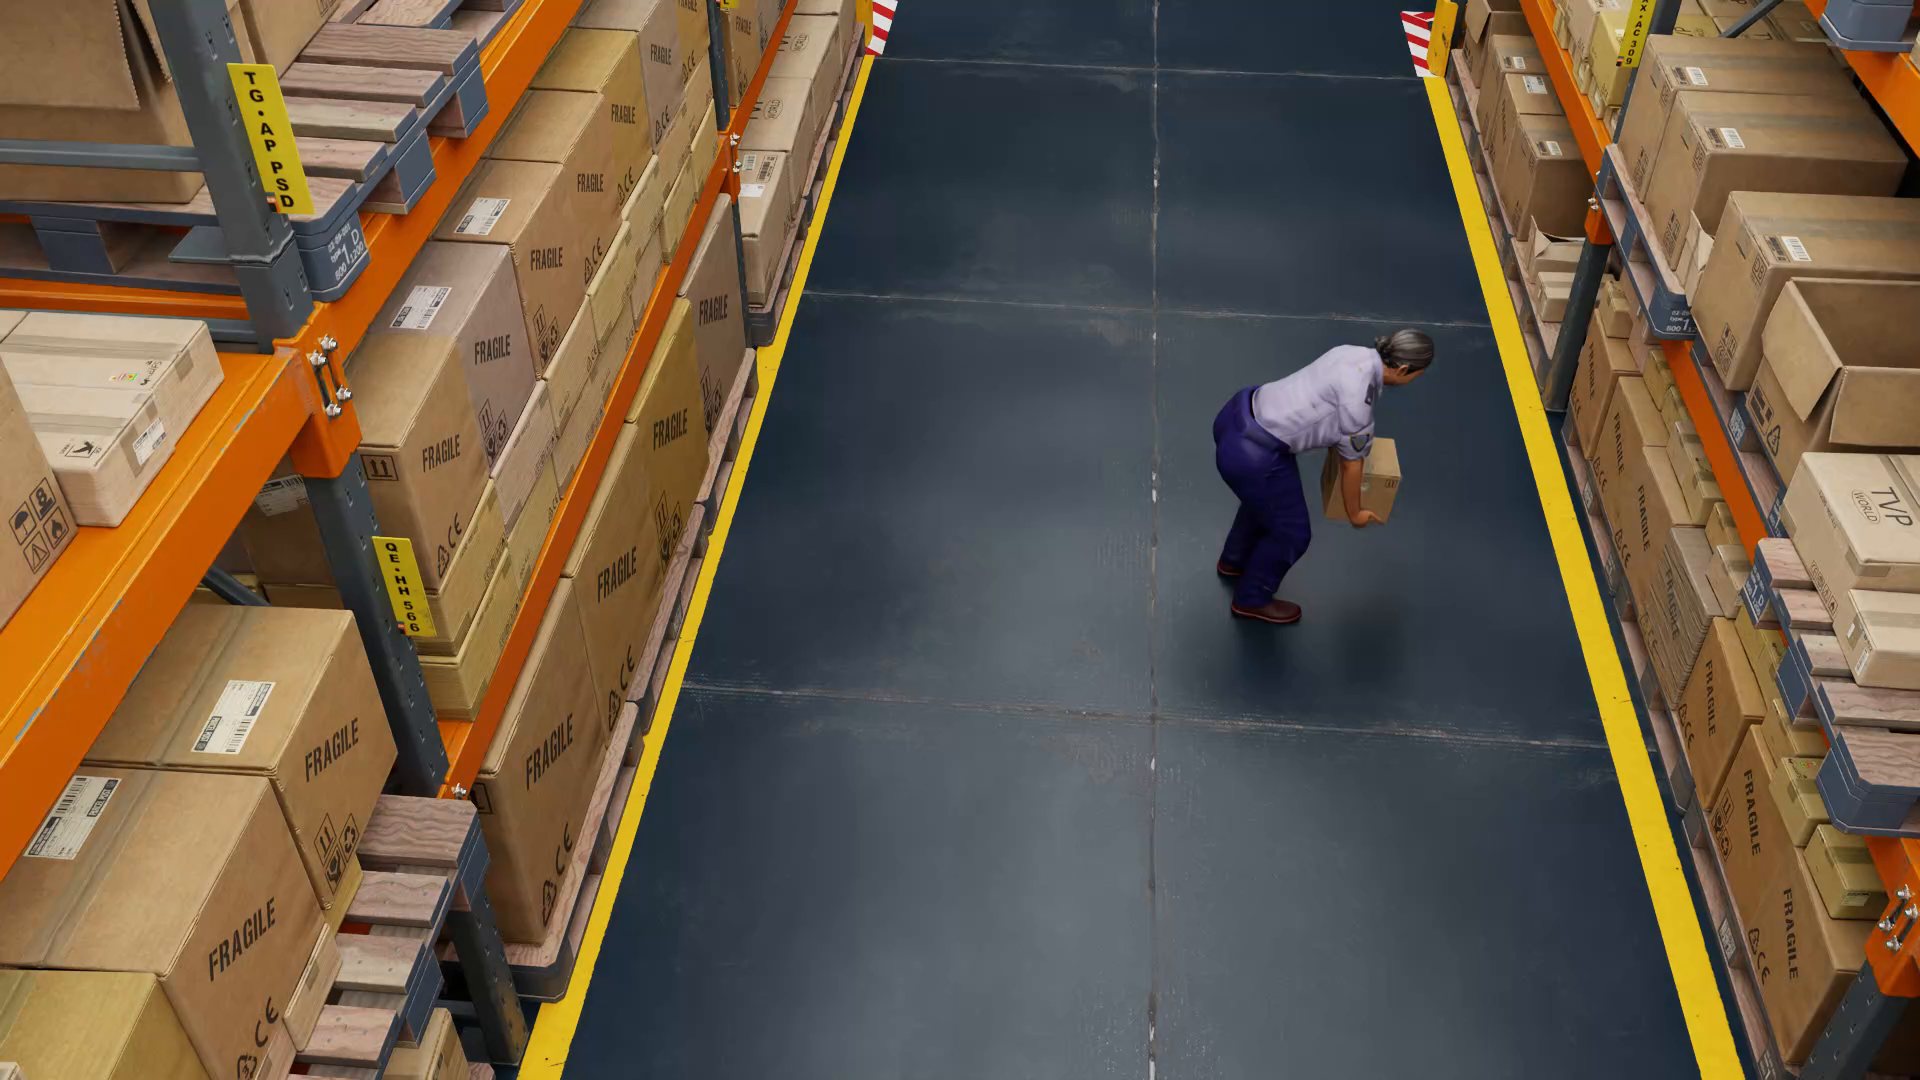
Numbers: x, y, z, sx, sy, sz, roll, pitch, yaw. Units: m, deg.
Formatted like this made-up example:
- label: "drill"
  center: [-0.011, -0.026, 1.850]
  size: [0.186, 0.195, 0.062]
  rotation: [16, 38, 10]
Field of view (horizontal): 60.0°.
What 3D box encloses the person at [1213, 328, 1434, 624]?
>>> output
- label: "person"
  center: [1.412, -0.278, 6.730]
  size: [0.794, 1.353, 0.455]
  rotation: [2, 40, 3]
